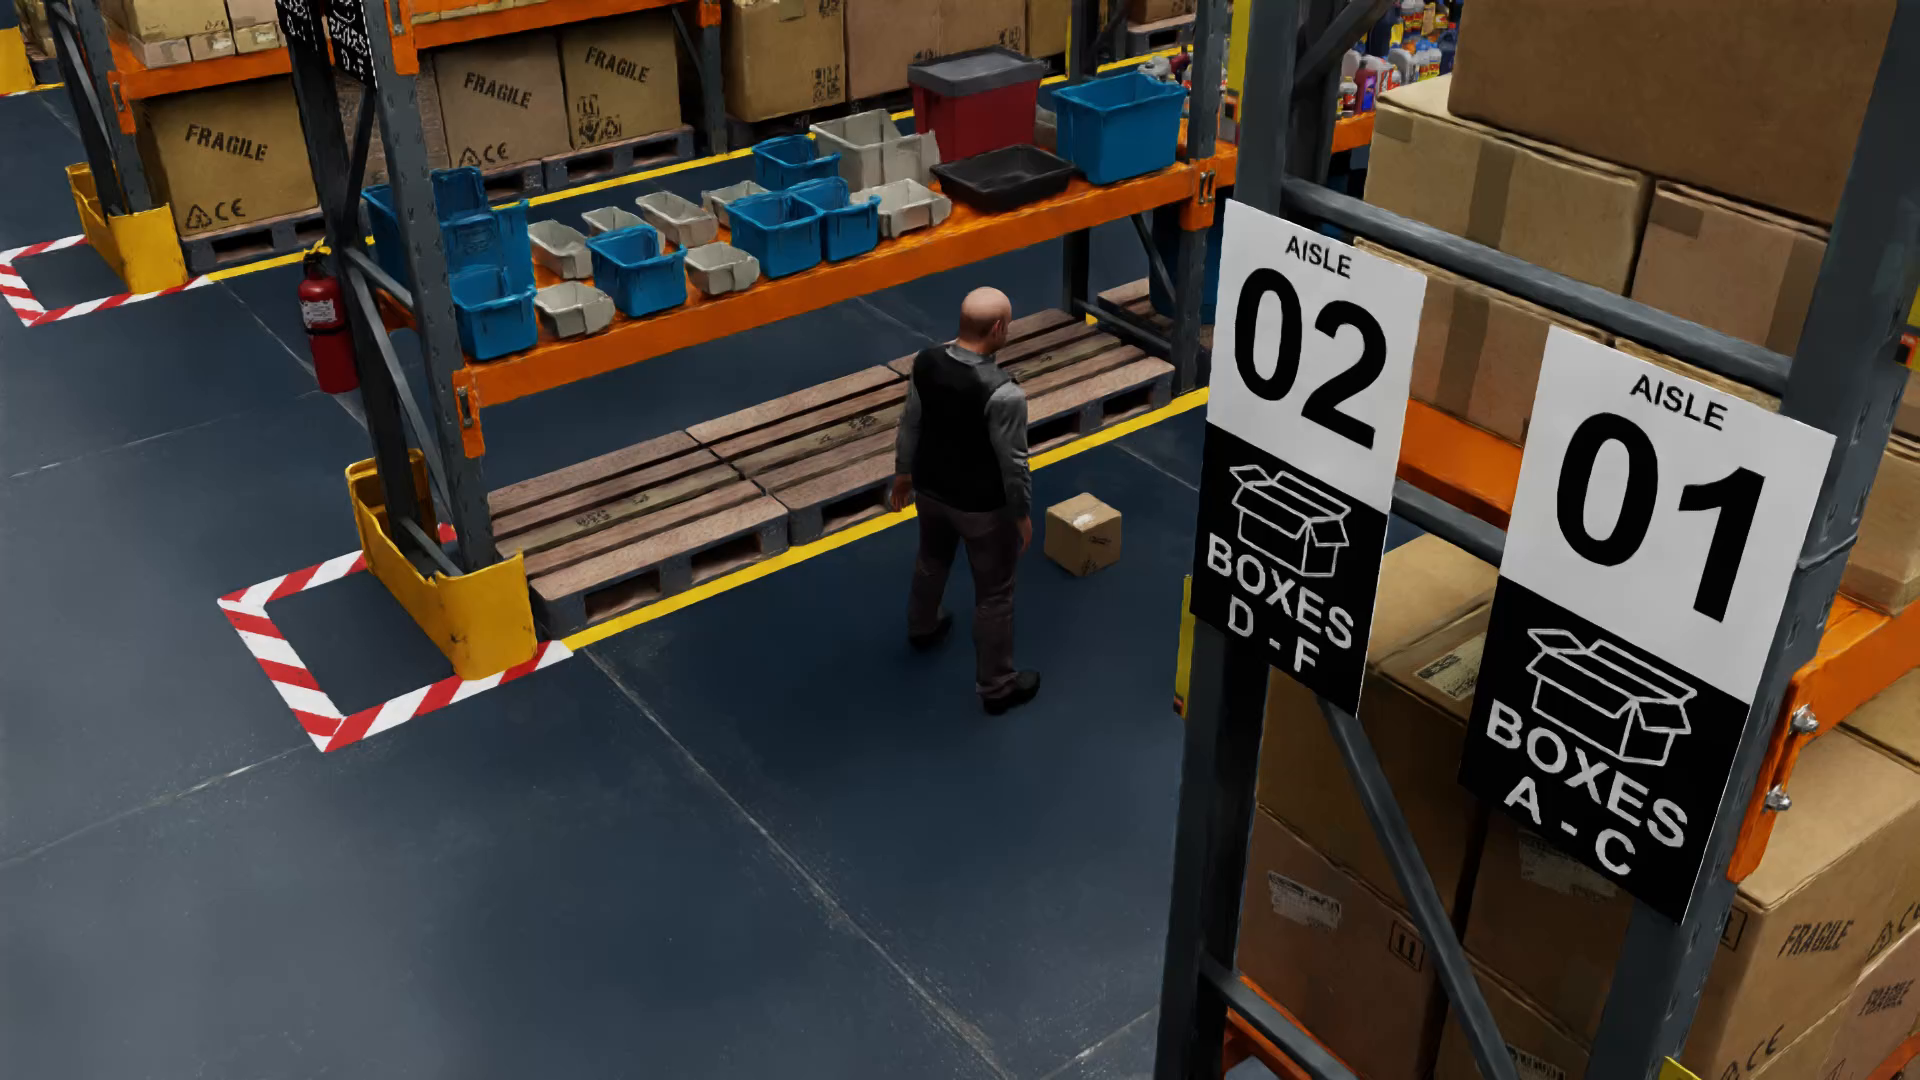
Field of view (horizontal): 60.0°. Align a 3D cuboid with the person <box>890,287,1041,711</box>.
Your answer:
[{"bbox_3d":[0.037,-0.201,6.449,0.699,1.714,0.469,23,39,32],"label":"person"}]
